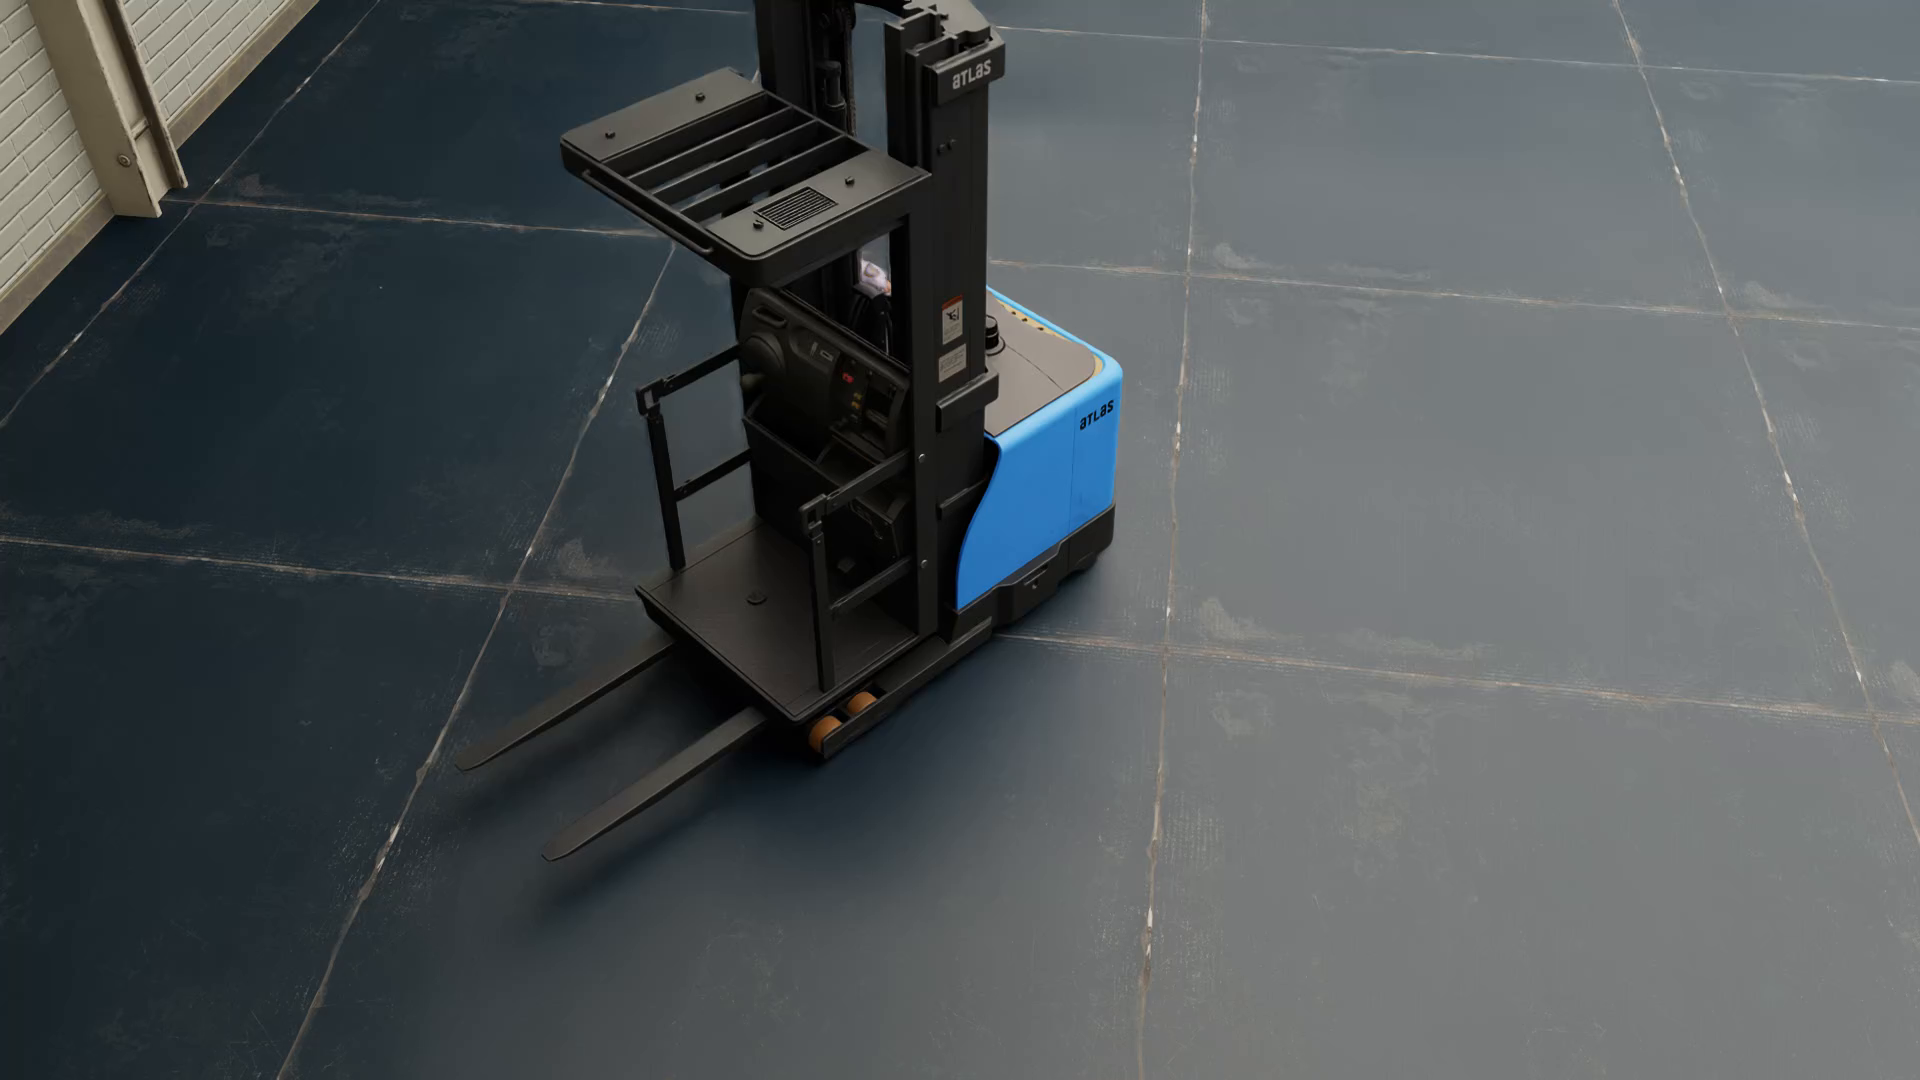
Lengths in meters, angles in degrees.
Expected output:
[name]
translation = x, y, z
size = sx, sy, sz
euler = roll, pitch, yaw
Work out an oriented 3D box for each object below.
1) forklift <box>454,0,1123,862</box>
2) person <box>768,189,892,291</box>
[forklift]
translation = -0.691, -0.582, 6.358
size = 3.031, 2.935, 1.130
euler = -33, 52, -31
[person]
translation = -0.545, -1.110, 8.095
size = 0.760, 1.377, 1.526
euler = -28, 49, -27
